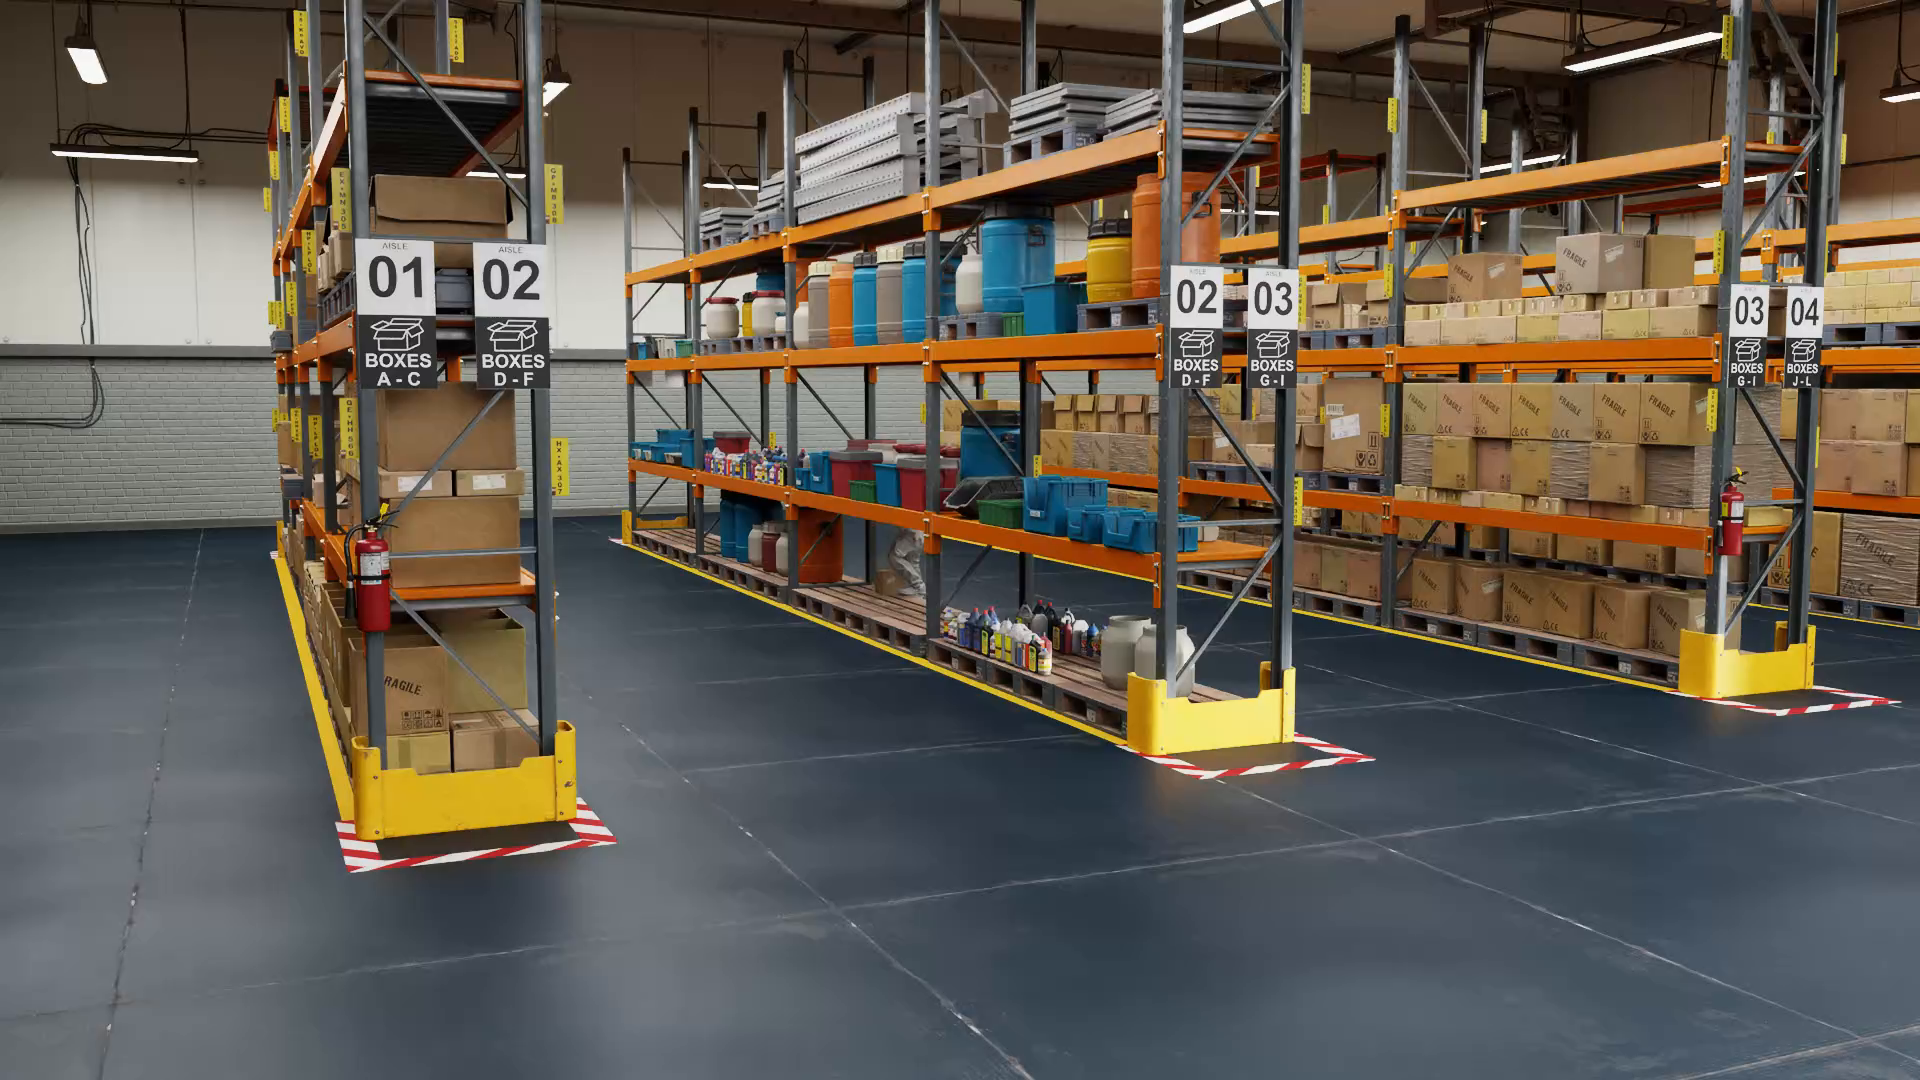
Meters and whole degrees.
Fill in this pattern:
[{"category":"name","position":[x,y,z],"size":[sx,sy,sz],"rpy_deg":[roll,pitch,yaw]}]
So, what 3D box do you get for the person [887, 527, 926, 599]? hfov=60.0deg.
[{"category":"person","position":[-0.542,-0.089,17.729],"size":[0.538,1.750,0.619],"rpy_deg":[-1,5,-10]}]
